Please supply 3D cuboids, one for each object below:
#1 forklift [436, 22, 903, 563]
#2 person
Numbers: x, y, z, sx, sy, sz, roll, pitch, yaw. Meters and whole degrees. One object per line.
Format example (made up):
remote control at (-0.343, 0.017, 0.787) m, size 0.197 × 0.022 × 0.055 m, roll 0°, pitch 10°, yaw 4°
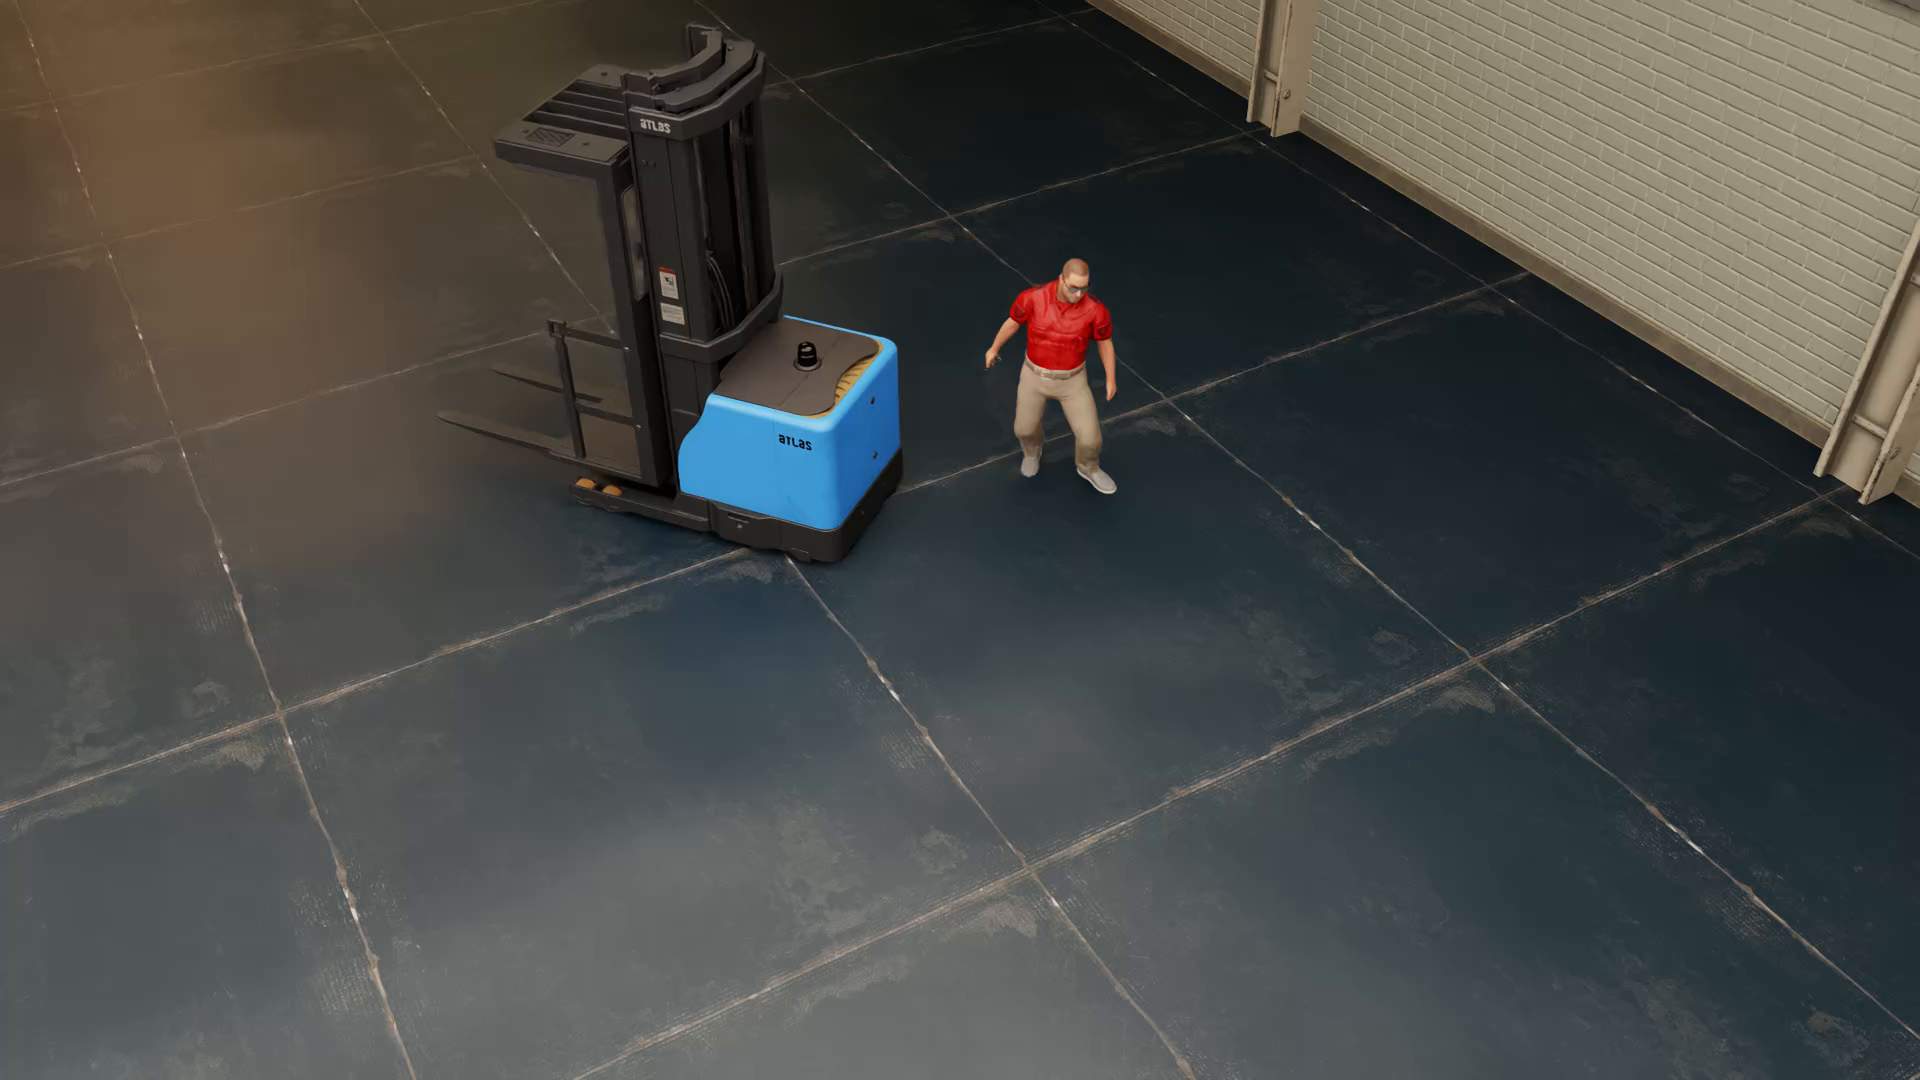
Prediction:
forklift at (-1.933, -1.600, 9.965) m, size 3.031 × 2.935 × 1.130 m, roll 15°, pitch 42°, yaw 17°
person at (0.588, -1.045, 10.335) m, size 0.899 × 1.711 × 0.497 m, roll 10°, pitch 41°, yaw 11°
